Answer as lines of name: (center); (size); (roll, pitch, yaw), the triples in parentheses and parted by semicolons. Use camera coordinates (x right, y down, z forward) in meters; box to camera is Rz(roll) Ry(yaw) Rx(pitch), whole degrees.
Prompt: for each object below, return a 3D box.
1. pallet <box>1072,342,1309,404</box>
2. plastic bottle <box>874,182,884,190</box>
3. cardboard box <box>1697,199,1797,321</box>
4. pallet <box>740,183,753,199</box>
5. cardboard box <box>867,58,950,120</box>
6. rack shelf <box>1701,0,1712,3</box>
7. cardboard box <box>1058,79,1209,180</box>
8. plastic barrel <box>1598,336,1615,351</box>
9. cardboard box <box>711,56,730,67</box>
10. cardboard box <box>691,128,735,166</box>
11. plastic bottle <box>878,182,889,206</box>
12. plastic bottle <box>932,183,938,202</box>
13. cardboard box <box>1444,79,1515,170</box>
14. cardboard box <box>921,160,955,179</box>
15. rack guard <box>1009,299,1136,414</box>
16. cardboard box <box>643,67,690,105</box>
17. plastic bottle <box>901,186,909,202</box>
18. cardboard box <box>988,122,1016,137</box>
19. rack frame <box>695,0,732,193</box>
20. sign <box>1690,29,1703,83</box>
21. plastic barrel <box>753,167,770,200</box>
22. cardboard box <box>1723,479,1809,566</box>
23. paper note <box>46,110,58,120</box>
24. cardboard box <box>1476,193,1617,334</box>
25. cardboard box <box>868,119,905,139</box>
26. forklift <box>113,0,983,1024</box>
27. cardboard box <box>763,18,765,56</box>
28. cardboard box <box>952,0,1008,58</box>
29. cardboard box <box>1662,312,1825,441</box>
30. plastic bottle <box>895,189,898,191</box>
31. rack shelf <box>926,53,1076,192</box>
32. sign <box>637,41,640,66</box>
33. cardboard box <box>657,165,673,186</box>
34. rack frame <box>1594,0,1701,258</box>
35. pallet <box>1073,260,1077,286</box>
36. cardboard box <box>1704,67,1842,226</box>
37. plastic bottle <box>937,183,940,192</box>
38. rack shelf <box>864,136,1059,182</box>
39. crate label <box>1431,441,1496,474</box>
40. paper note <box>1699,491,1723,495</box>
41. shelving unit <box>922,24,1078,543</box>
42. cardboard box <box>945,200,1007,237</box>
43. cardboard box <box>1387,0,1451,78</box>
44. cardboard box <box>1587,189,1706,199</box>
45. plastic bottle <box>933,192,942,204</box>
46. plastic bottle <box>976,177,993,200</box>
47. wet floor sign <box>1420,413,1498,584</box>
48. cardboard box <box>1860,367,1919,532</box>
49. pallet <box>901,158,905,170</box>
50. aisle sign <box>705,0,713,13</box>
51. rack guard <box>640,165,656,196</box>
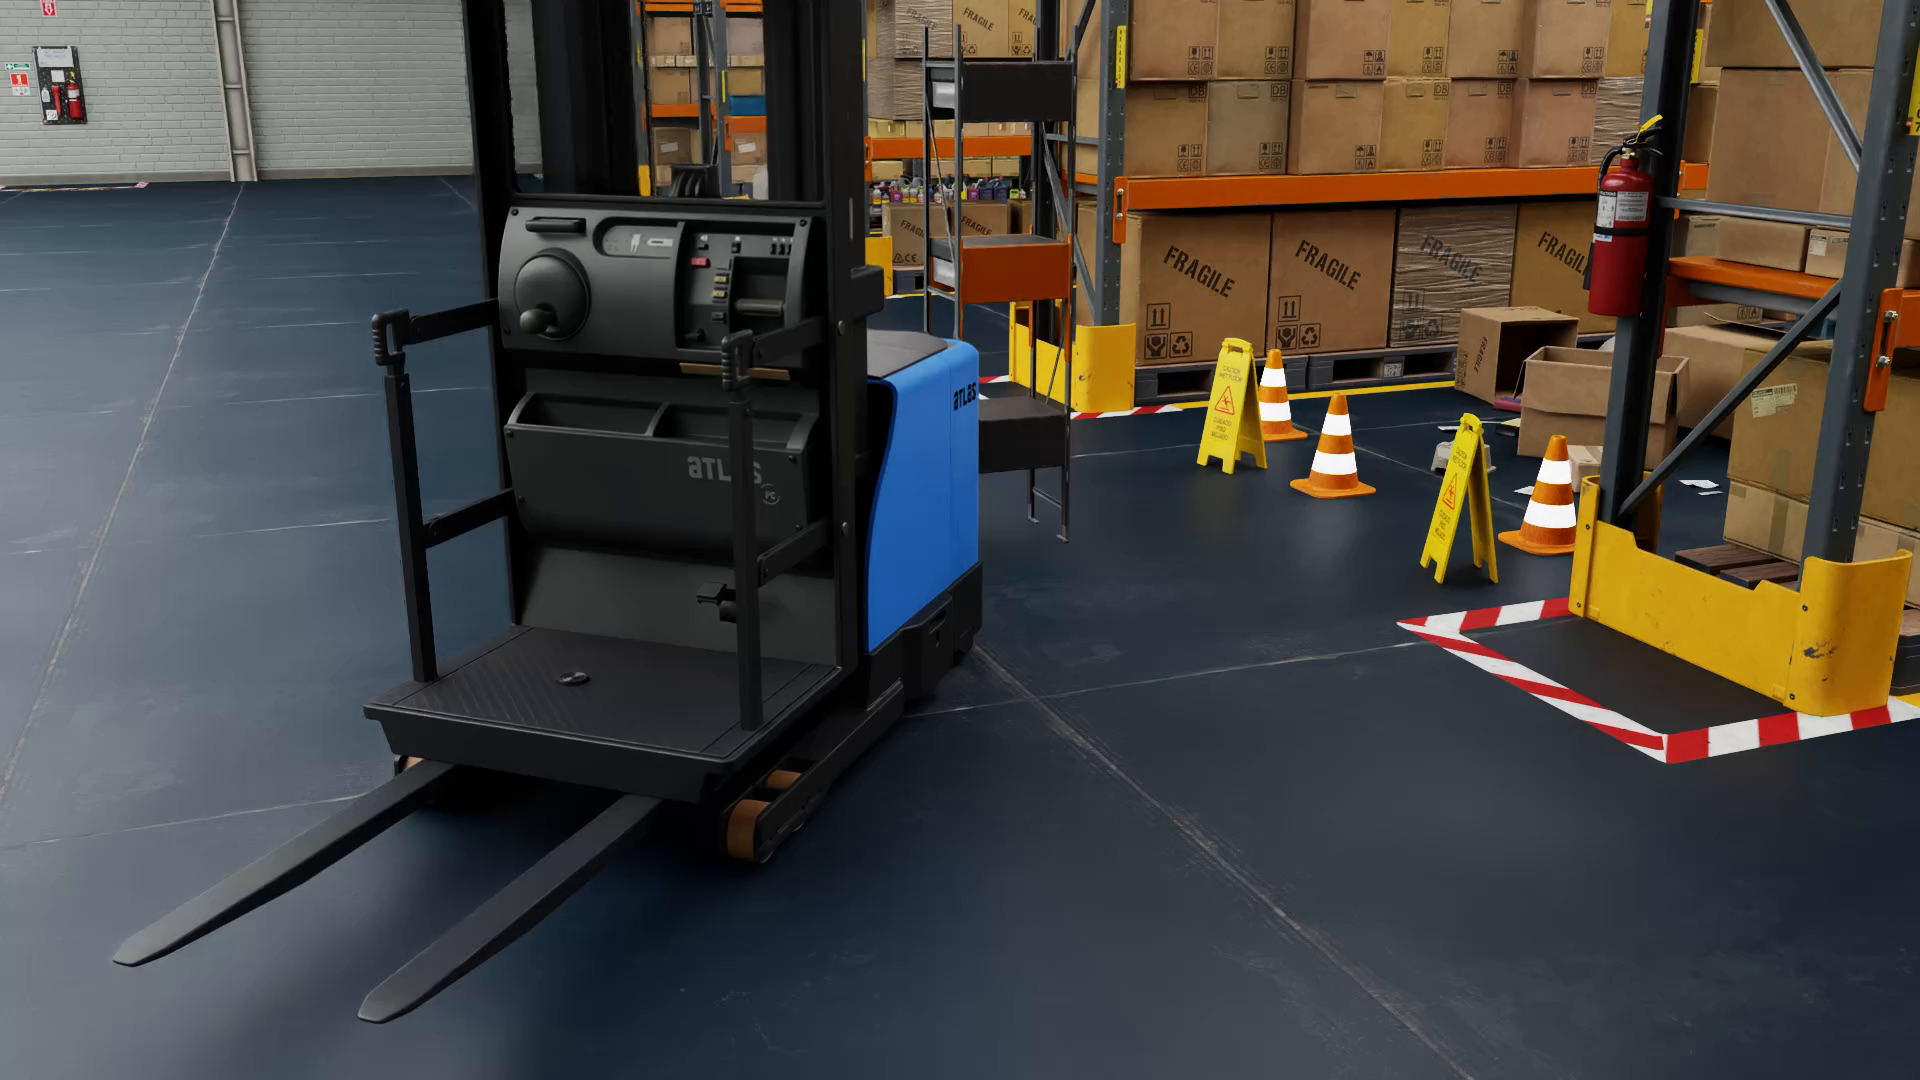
pallet: (1.404, -1.098, 10.463); (1.213, 0.211, 1.003); (-6, 17, -20)
plastic bottle: (-0.964, -4.176, 20.049); (0.135, 0.276, 0.152); (-6, 17, -20)
cardboard box: (5.870, -2.043, 11.979); (0.750, 0.750, 1.050); (-6, 17, -20)
pallet: (-2.699, -5.129, 24.190); (1.213, 0.211, 1.003); (-6, 17, -20)
cardboard box: (-0.471, -3.889, 14.313); (0.500, 0.500, 0.875); (-6, 17, -20)
rack shelf: (10.306, -7.459, 23.127); (4.000, 0.370, 1.077); (-6, 17, -20)
cardboard box: (1.016, -2.456, 9.873); (0.550, 0.550, 0.875); (-6, 17, -20)
plastic barrel: (3.910, -0.984, 9.698); (0.421, 0.421, 0.512); (6, 17, 18)
cardboard box: (-3.377, -6.676, 23.180); (0.250, 0.149, 0.380); (-6, 18, -21)
cardboard box: (-3.489, -5.545, 23.462); (0.500, 0.500, 0.500); (-6, 17, -20)
plastic bottle: (-0.925, -4.152, 19.953); (0.133, 0.283, 0.061); (-6, 17, -20)
plastic bottle: (-0.279, -4.267, 20.347); (0.133, 0.283, 0.061); (-5, 17, -18)
cardboard box: (3.029, -2.685, 10.652); (0.550, 0.550, 0.875); (-6, 17, -20)
cardboard box: (-0.336, -5.518, 24.700); (0.500, 0.250, 0.500); (-7, 18, -21)
rack guard: (0.663, -1.133, 10.070); (0.348, 0.500, 1.175); (-6, 17, -20)
cardboard box: (-4.095, -6.349, 23.216); (0.500, 0.500, 0.700); (-6, 17, -20)
plastic bottle: (-0.642, -3.991, 19.426); (0.097, 0.271, 0.097); (0, 16, 0)
cardboard box: (0.298, -3.591, 14.449); (0.250, 0.149, 0.380); (-6, 17, -20)
rack frame: (-2.767, -4.953, 18.642); (0.127, 3.000, 1.000); (-6, 17, -20)
sign: (4.621, -3.046, 10.469); (0.005, 0.325, 0.100); (-6, 17, -20)
plastic barrel: (-2.180, -4.048, 19.228); (0.421, 0.512, 0.421); (0, 16, 0)
cardboard box: (3.232, -0.080, 6.181); (0.500, 0.250, 0.500); (-6, 17, -20)
paper note: (-14.082, -6.592, 25.785); (0.142, 0.148, 0.016); (-6, 17, -20)
cardboard box: (3.809, -1.875, 11.186); (0.875, 0.875, 0.875); (-6, 17, -19)
cardboard box: (-0.643, -3.496, 14.124); (0.250, 0.149, 0.380); (-6, 17, -20)
forklift: (-0.902, -0.705, 4.297); (1.130, 2.935, 3.031); (6, 17, 19)
cardboard box: (-2.619, -7.132, 23.583); (0.500, 0.500, 0.700); (-6, 17, -20)
cardboard box: (0.086, -4.353, 14.118); (0.500, 0.500, 0.500); (-6, 17, -20)
cardboard box: (4.156, -0.850, 8.858); (0.503, 0.637, 0.797); (-6, 17, -20)
plastic bottle: (-0.772, -4.124, 20.002); (0.097, 0.201, 0.097); (0, 16, 0)
rack shelf: (0.155, -1.683, 6.666); (0.480, 0.518, 0.431); (-6, 17, -20)
sign: (-4.343, -6.564, 22.449); (0.005, 0.325, 0.100); (-6, 17, -20)
cardboard box: (-3.956, -5.135, 23.395); (0.500, 0.250, 0.500); (-6, 17, -20)
rack frame: (4.421, -2.738, 11.099); (0.127, 3.000, 1.000); (-6, 17, -20)
pallet: (0.985, -2.514, 15.286); (1.213, 0.211, 1.003); (-6, 17, -20)
cardboard box: (2.960, -1.361, 5.703); (0.500, 0.500, 0.500); (-6, 18, -21)
plastic bottle: (-0.203, -4.084, 19.723); (0.133, 0.283, 0.061); (-6, 17, -20)
rack shelf: (0.873, -3.507, 14.993); (4.000, 0.370, 1.077); (-6, 17, -20)
crate label: (2.488, -0.405, 8.236); (0.250, 0.136, 0.298); (13, 21, 37)
paper note: (3.538, -0.222, 7.836); (0.123, 0.001, 0.032); (-6, 17, -20)
shelving unit: (0.155, -1.024, 6.859); (0.503, 2.100, 0.431); (-6, 17, -20)
cardboard box: (0.140, -2.780, 14.933); (0.500, 0.500, 0.500); (-2, 16, -6)
cardboard box: (2.547, -3.140, 10.286); (0.500, 0.550, 0.875); (-6, 17, -20)
cardboard box: (7.127, -3.703, 17.410); (0.875, 0.875, 1.225); (-7, 18, -23)
plastic bottle: (-0.265, -3.998, 19.574); (0.097, 0.201, 0.097); (0, 16, 0)
plastic bottle: (0.291, -4.137, 19.782); (0.185, 0.351, 0.144); (-7, 18, -23)
wet floor sign: (1.991, -0.176, 6.551); (0.232, 0.644, 0.267); (0, 16, -1)
cardboard box: (3.425, -0.296, 5.586); (0.500, 0.500, 0.500); (-7, 18, -22)
pallet: (-0.709, -6.828, 29.976); (1.213, 0.211, 1.003); (-6, 17, -20)
aisle sign: (-2.729, -6.116, 17.989); (0.004, 0.787, 0.394); (-6, 17, -20)
rack guard: (-4.558, -5.055, 23.425); (0.348, 0.500, 1.175); (-6, 17, -20)
